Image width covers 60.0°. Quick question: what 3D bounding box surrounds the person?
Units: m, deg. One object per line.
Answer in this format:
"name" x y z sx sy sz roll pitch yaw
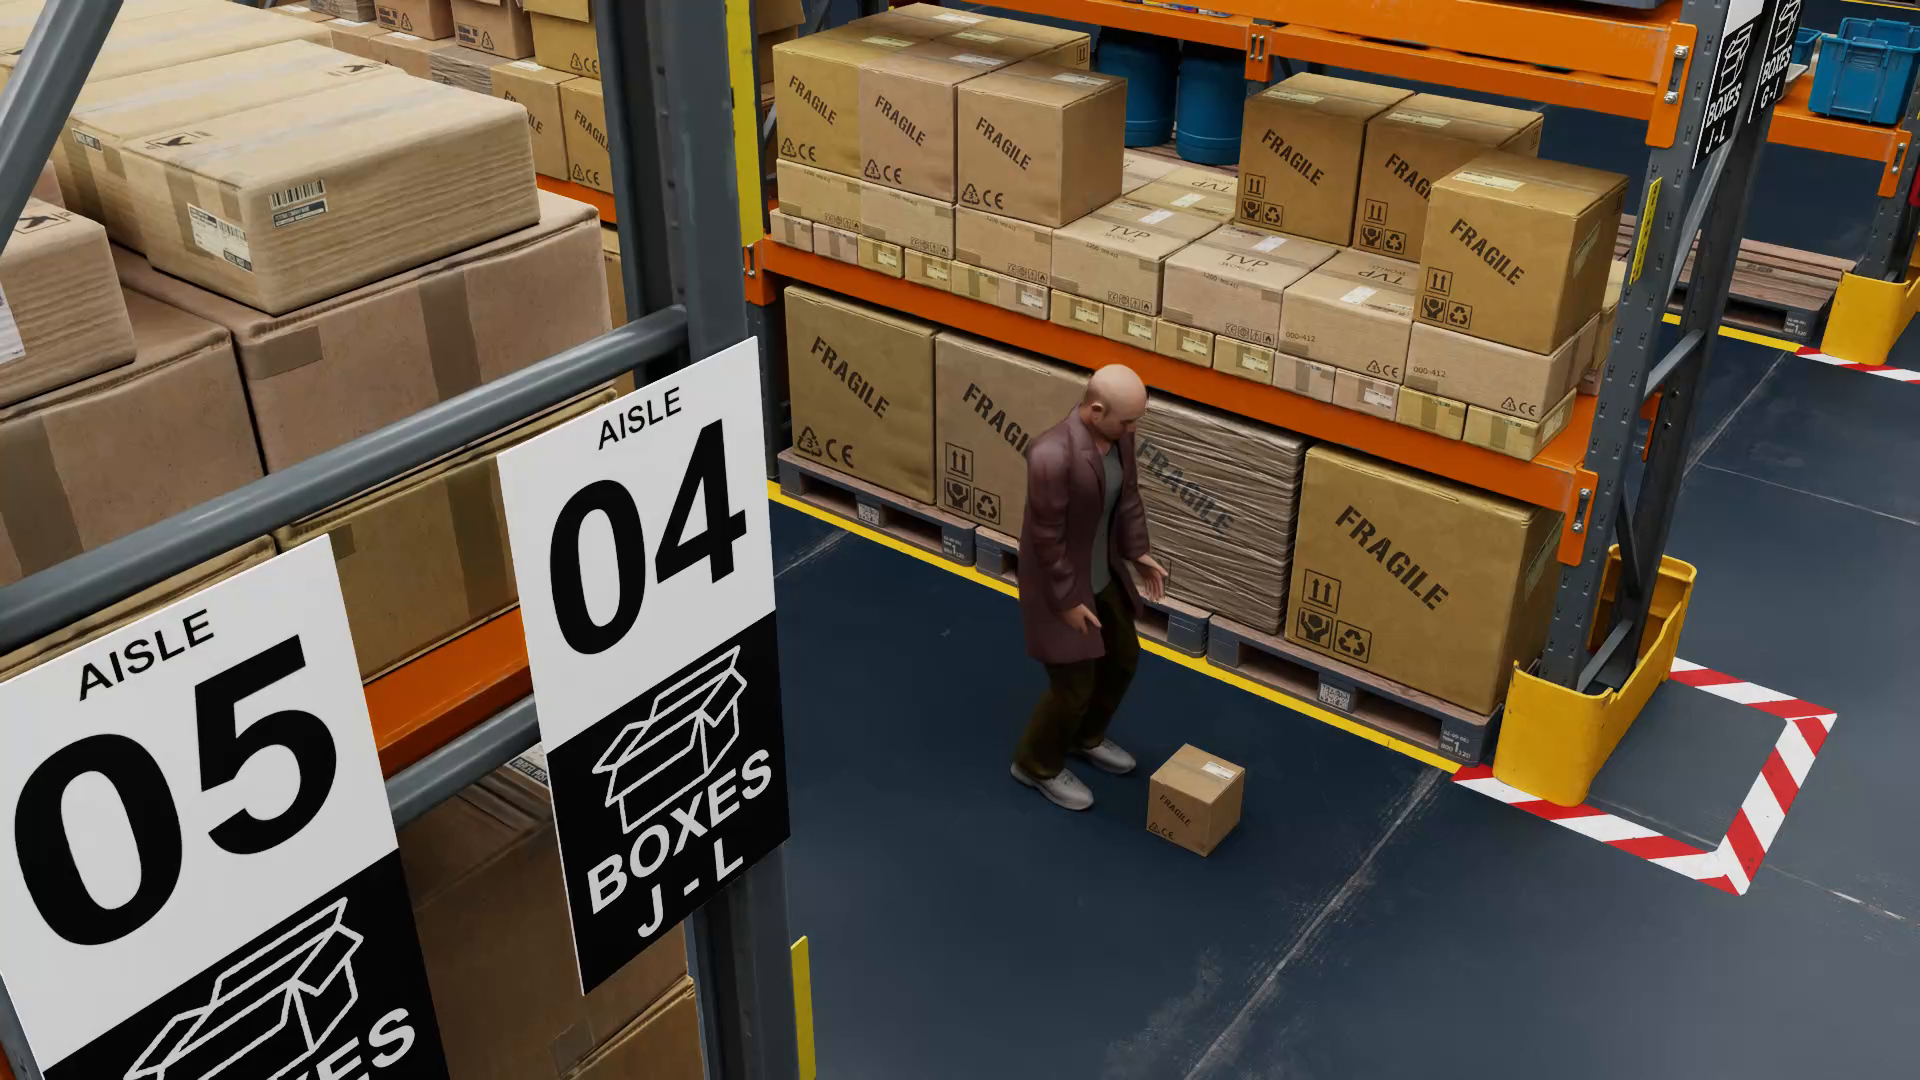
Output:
"person" 0.451 0.146 5.960 0.432 1.727 0.586 22 37 33
